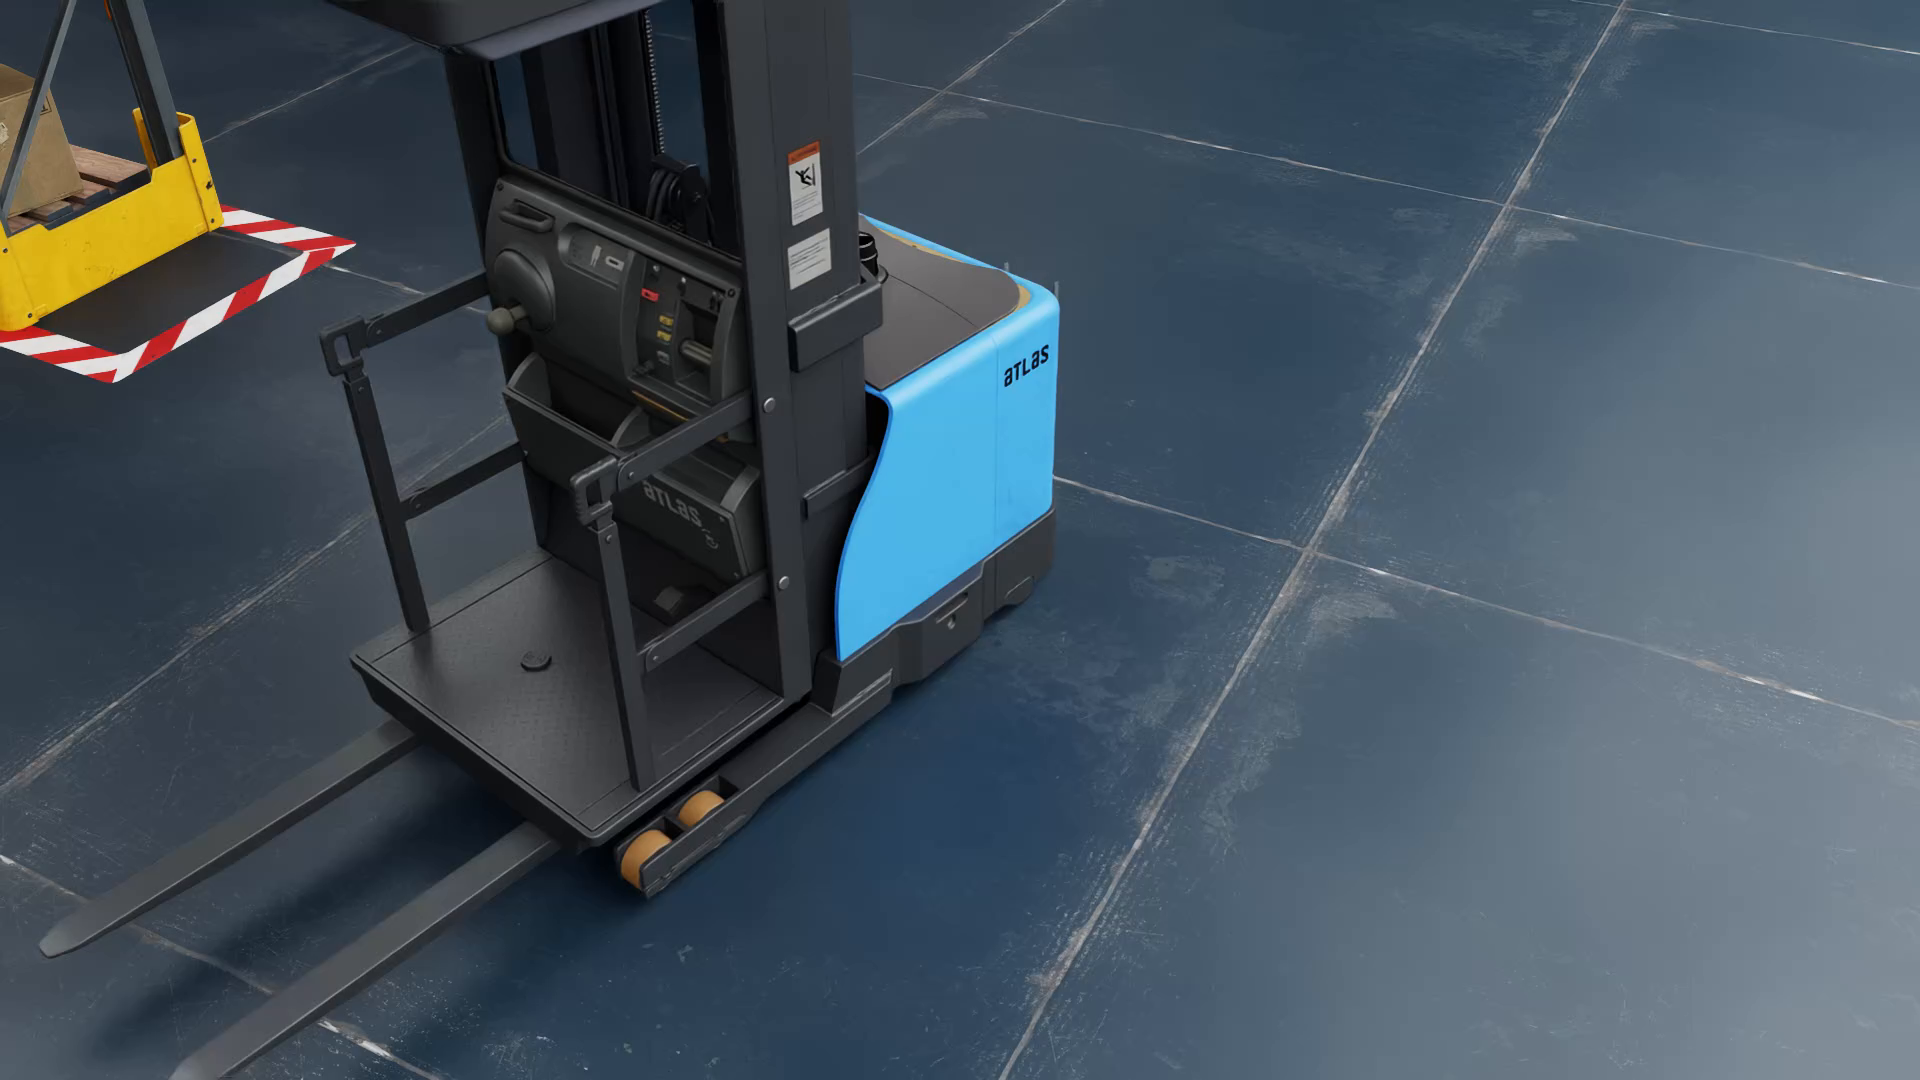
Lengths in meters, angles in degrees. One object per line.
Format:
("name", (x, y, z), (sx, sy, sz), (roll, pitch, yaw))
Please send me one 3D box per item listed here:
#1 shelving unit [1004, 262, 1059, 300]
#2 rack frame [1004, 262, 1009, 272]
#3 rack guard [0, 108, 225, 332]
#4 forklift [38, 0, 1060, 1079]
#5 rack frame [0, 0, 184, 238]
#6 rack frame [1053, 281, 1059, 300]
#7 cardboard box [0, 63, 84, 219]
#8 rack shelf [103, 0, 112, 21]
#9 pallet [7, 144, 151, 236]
("shelving unit", (0.162, -0.459, 5.610), (0.210, 0.900, 0.258), (26, 44, 30))
("rack frame", (0.083, -0.498, 5.661), (0.006, 0.900, 0.240), (26, 44, 30))
("rack guard", (-3.797, -1.411, 7.195), (0.348, 0.500, 1.175), (17, 41, 21))
("forklift", (-1.025, -0.561, 4.066), (1.130, 2.935, 3.031), (27, 45, 31))
("rack frame", (-3.729, -2.385, 6.411), (0.127, 3.000, 1.000), (17, 41, 21))
("rack frame", (0.241, -0.420, 5.559), (0.006, 0.900, 0.240), (26, 44, 30))
("cardboard box", (-4.276, -1.739, 7.281), (0.500, 0.500, 0.500), (25, 44, 29))
("rack shelf", (-5.505, -2.655, 7.361), (4.000, 0.370, 1.077), (17, 41, 21))
("pallet", (-4.502, -1.540, 7.605), (1.213, 0.211, 1.003), (17, 41, 21))
